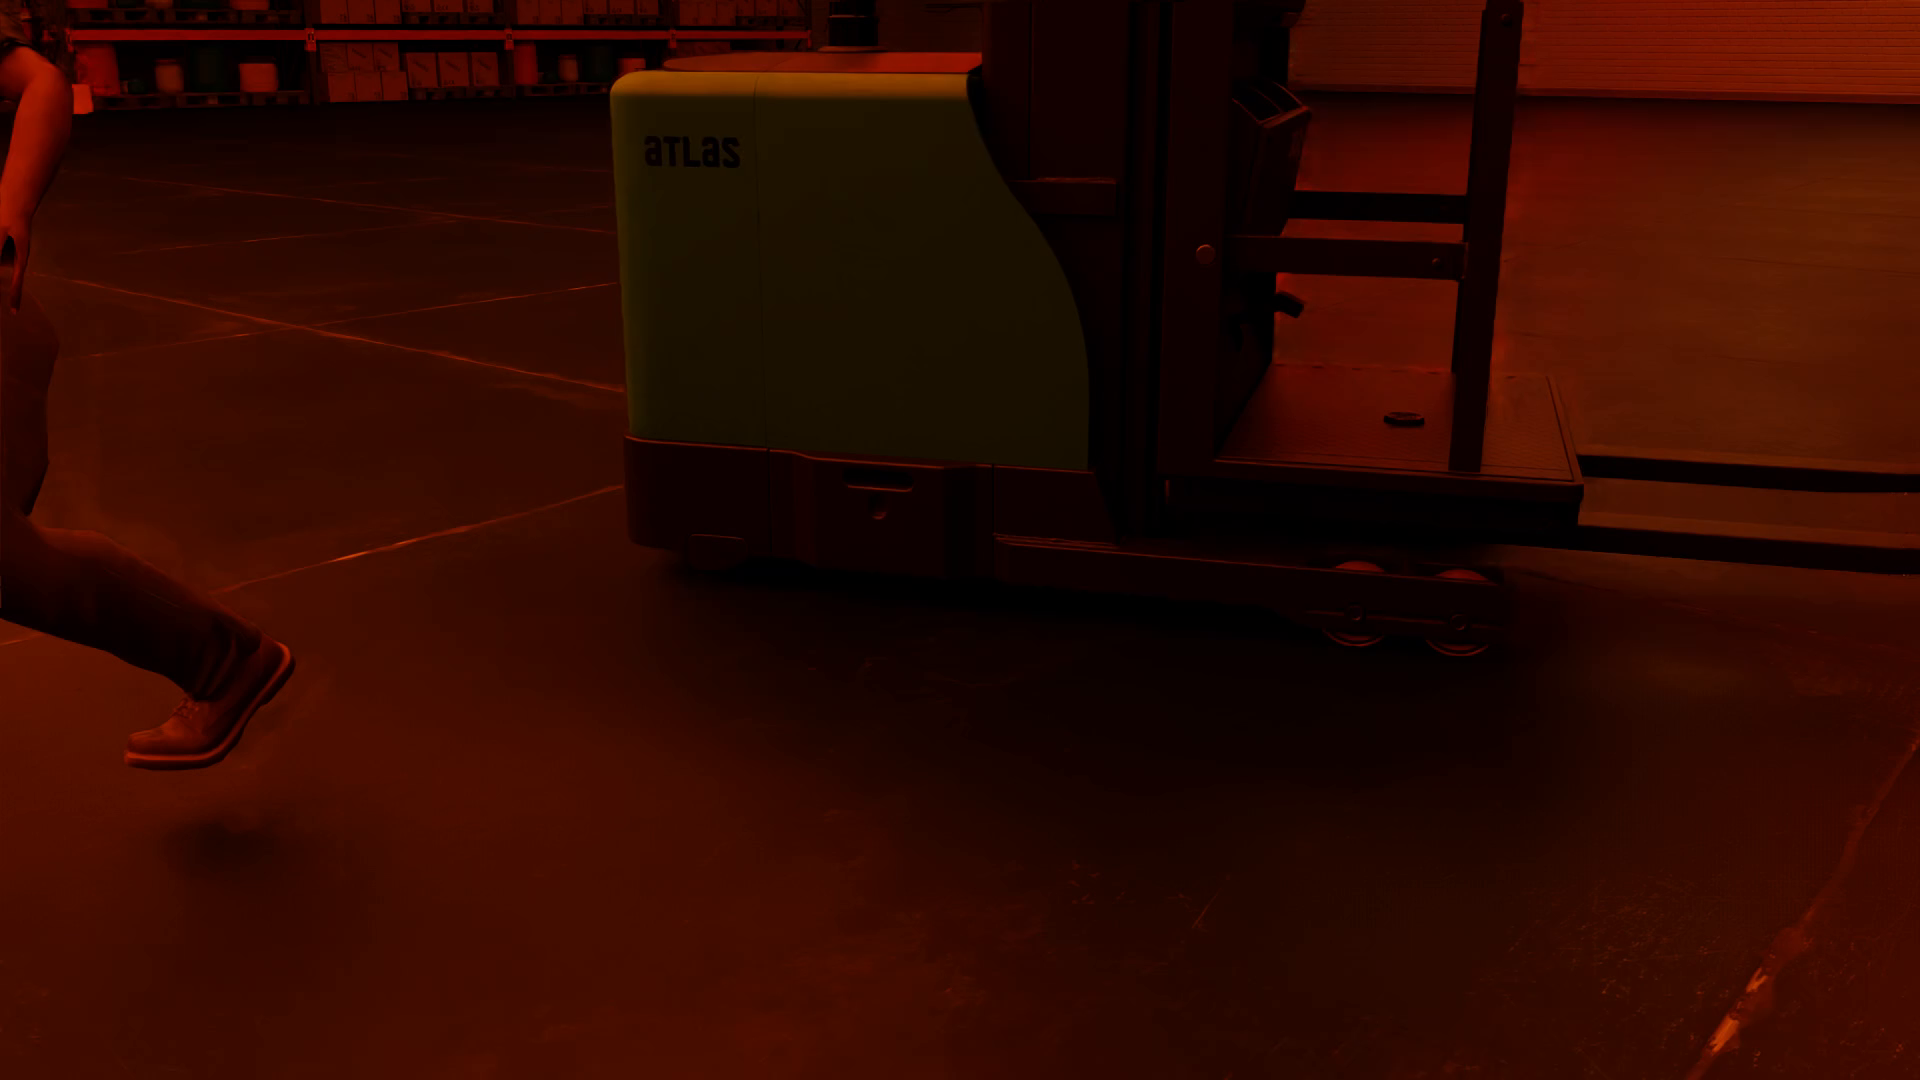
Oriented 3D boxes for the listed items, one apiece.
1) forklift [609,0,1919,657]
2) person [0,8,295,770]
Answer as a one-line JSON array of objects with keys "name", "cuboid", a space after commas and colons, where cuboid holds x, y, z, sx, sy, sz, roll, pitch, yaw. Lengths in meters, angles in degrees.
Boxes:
[{"name": "forklift", "cuboid": [0.833, -1.349, 3.339, 3.031, 2.935, 1.130, 5, 18, 15]}, {"name": "person", "cuboid": [-1.652, -0.298, 2.480, 1.109, 1.565, 0.500, 7, 18, 21]}]
